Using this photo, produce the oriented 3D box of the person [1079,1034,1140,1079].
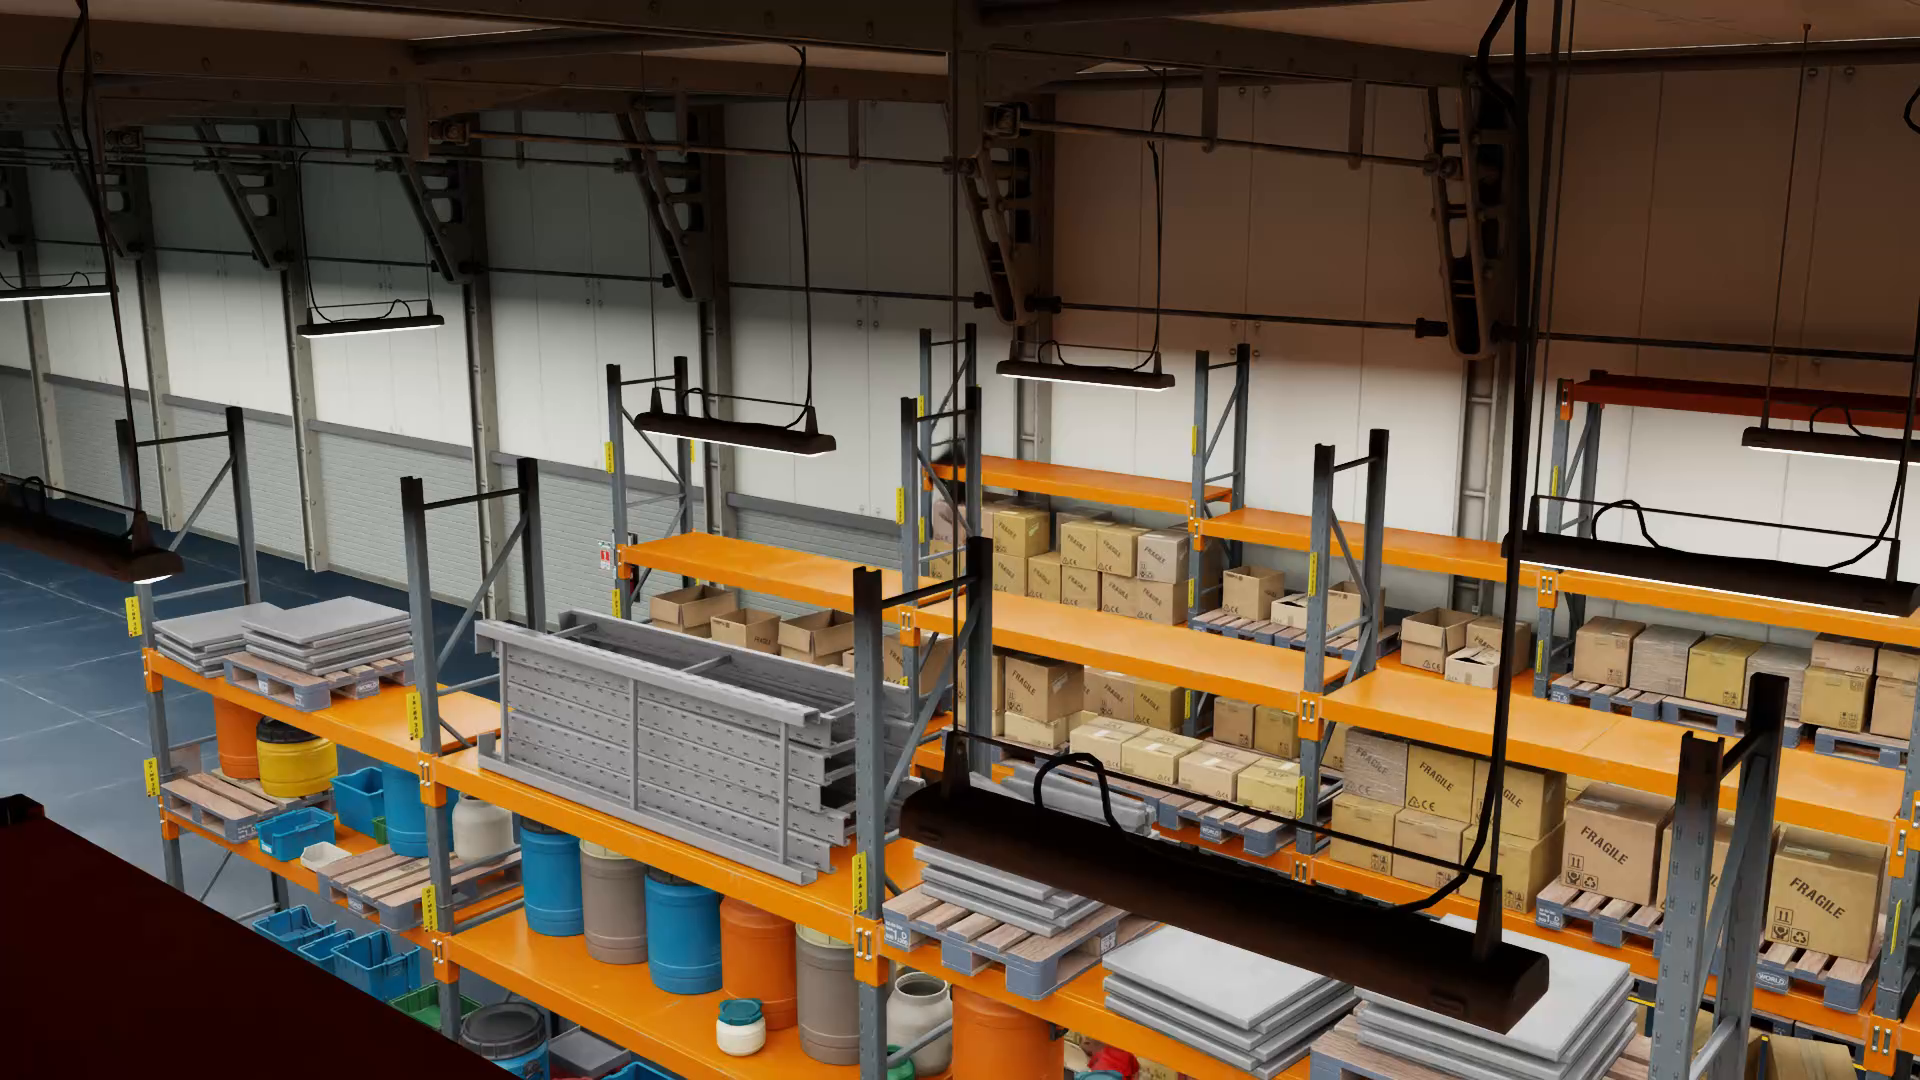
[{"bbox_3d":[1.342,4.527,12.558,1.023,1.696,0.704,5,14,22],"label":"person"}]
